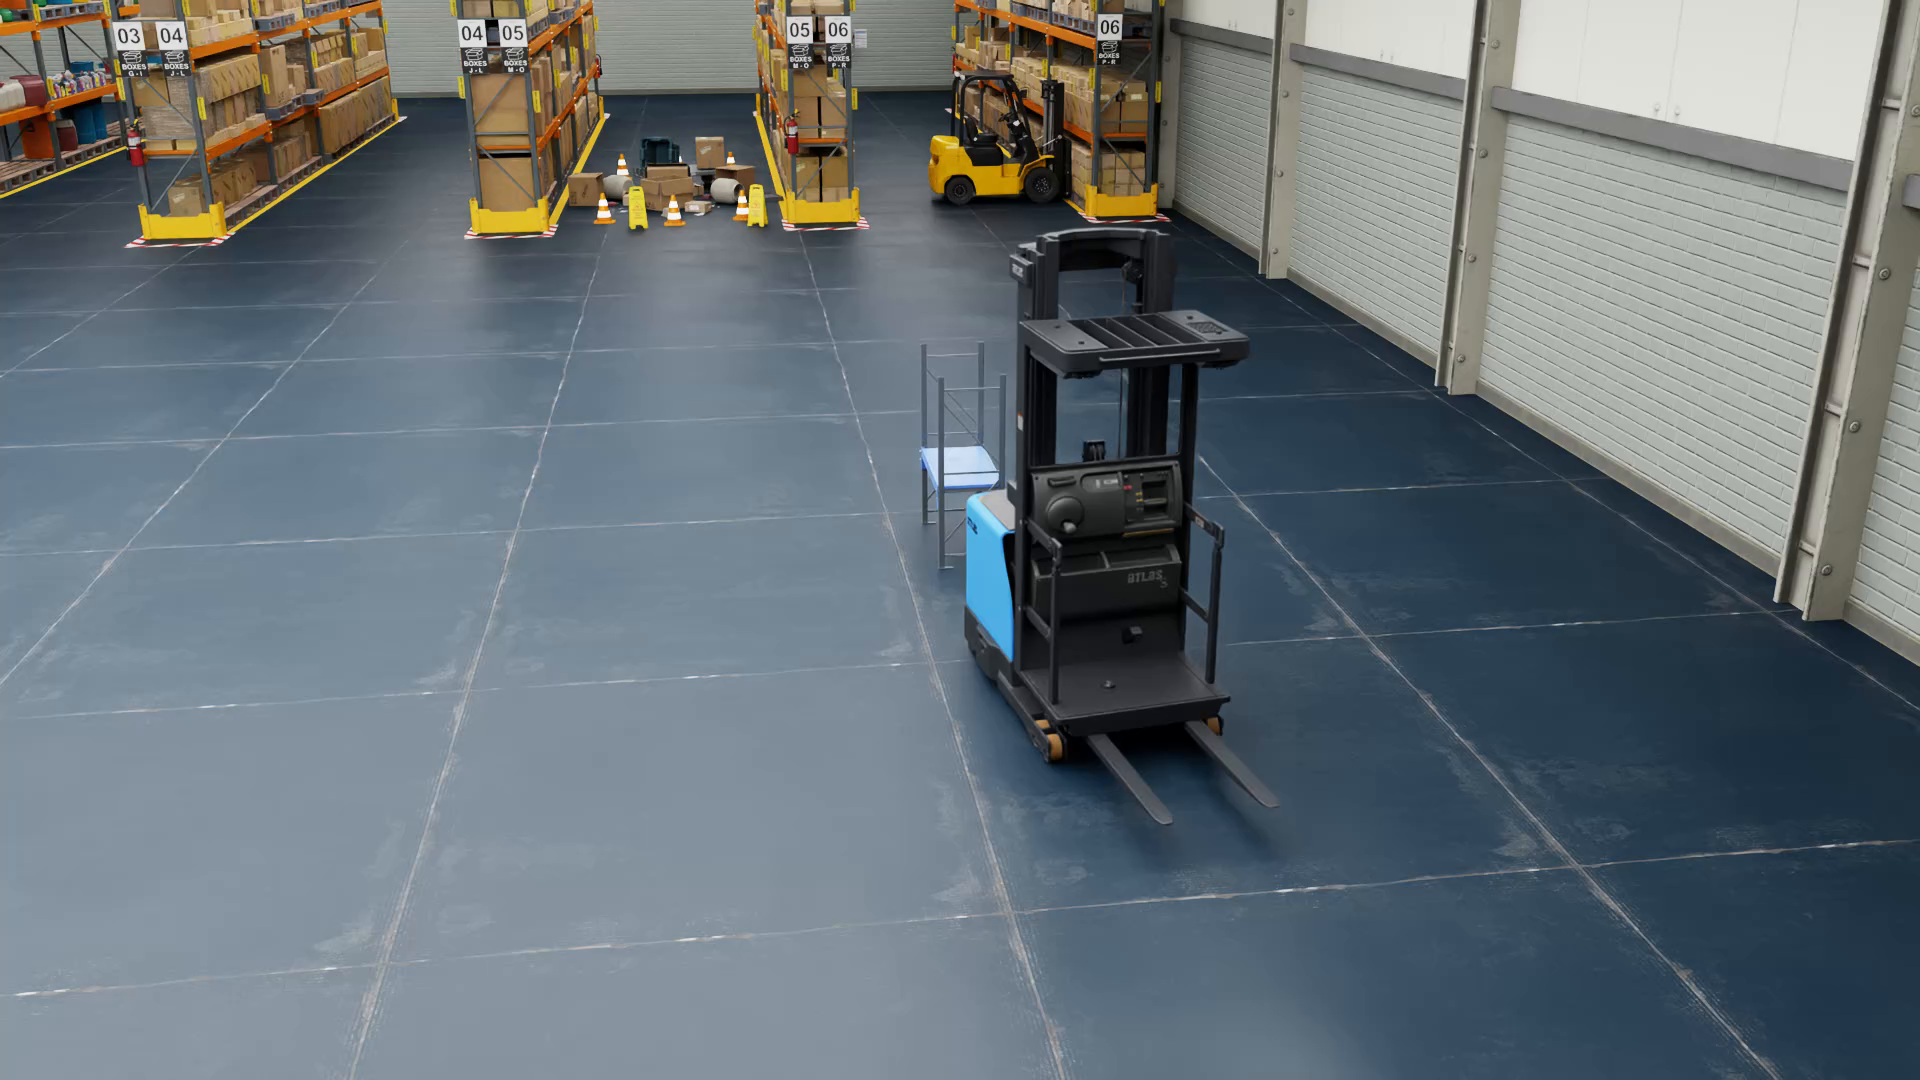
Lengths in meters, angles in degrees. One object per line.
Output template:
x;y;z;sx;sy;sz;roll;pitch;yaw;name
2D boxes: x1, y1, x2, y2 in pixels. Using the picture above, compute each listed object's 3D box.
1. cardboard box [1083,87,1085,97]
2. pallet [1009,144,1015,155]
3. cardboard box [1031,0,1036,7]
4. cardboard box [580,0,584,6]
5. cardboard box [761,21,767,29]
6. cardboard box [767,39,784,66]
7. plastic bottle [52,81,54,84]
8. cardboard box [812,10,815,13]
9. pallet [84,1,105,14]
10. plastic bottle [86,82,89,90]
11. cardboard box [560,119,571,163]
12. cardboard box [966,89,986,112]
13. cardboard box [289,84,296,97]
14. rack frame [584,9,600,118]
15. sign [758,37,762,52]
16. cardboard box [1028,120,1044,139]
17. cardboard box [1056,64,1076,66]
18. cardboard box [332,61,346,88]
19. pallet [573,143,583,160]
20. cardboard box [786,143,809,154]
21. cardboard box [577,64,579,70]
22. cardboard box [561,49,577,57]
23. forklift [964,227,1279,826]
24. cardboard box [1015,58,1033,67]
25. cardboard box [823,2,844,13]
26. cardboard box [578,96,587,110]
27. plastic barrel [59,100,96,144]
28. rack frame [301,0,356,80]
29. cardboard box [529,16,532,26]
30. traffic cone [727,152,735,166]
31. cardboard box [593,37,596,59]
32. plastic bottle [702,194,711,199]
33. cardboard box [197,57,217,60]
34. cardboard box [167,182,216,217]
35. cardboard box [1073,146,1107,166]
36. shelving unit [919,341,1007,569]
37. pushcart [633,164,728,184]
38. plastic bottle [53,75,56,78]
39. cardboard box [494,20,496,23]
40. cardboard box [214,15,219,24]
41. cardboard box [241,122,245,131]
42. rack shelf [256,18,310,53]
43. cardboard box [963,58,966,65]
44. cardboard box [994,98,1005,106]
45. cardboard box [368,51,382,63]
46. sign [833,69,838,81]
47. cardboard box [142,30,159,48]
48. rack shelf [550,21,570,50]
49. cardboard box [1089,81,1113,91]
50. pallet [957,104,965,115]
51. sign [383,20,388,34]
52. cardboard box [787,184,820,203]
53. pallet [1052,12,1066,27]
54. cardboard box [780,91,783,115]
2.290;-7.579;28.152;0.380;0.149;0.250;-3;21;-8;cardboard box
1.612;-8.033;34.422;1.003;0.211;1.213;-3;21;-8;pallet
1.652;-10.353;31.744;0.500;0.311;0.500;-4;21;-10;cardboard box
-8.645;-11.984;36.941;0.500;0.250;0.500;-2;21;-5;cardboard box
-4.315;-11.669;37.674;0.380;0.149;0.250;-3;21;-9;cardboard box
-3.713;-10.056;34.281;0.500;0.500;0.500;-3;21;-9;cardboard box
-18.686;-9.349;34.245;0.097;0.201;0.097;0;20;0;plastic bottle
-2.197;-8.619;27.508;0.500;0.250;0.500;-2;21;-6;cardboard box
-18.454;-11.060;34.525;1.213;0.211;1.003;-3;21;-8;pallet
-18.098;-9.410;34.408;0.097;0.201;0.097;0;20;0;plastic bottle
-8.135;-7.715;32.201;1.050;0.750;0.750;-3;21;-7;cardboard box
0.435;-10.719;40.602;0.500;0.500;0.500;-3;21;-7;cardboard box
-12.678;-8.445;31.132;0.396;0.266;0.258;-4;21;-9;cardboard box
-9.416;-11.860;40.683;1.000;3.000;0.127;-3;21;-8;rack frame
-4.505;-11.174;37.496;0.100;0.325;0.005;-3;21;-8;sign
1.808;-8.035;33.236;0.875;0.625;0.625;-4;21;-10;cardboard box
2.097;-9.255;32.638;0.380;0.149;0.250;-3;21;-7;cardboard box
-13.278;-9.806;35.042;0.500;0.500;0.500;-3;21;-8;cardboard box
-8.374;-8.054;34.480;1.003;0.211;1.213;-3;21;-8;pallet
-2.719;-6.557;27.815;0.380;0.149;0.250;-2;21;-6;cardboard box
-8.548;-10.337;36.363;0.380;0.149;0.250;-3;21;-7;cardboard box
-8.549;-10.611;36.247;0.380;0.149;0.250;-4;21;-9;cardboard box
0.939;-0.228;9.637;1.130;2.935;3.031;-6;21;-16;forklift
1.326;-9.760;33.989;0.380;0.149;0.250;-2;21;-7;cardboard box
-2.065;-8.666;27.064;0.380;0.149;0.250;-3;21;-8;cardboard box
-8.482;-9.607;36.551;0.500;0.250;0.500;-3;21;-9;cardboard box
-18.500;-8.789;34.861;0.600;0.901;0.708;-3;21;-8;plastic barrel
-13.762;-10.260;36.399;1.000;3.000;0.127;-3;21;-8;rack frame
-6.880;-8.074;25.876;0.380;0.149;0.250;-3;21;-7;cardboard box
-4.367;-7.160;31.725;0.336;0.463;0.334;-3;21;-8;traffic cone
-9.097;-11.904;40.232;0.500;0.500;0.500;-2;21;-7;cardboard box
-4.473;-6.072;29.386;0.133;0.061;0.283;1;20;2;plastic bottle
-12.722;-7.803;27.824;0.500;0.500;0.500;-3;21;-8;cardboard box
-12.106;-5.348;26.220;0.500;0.500;0.500;1;20;2;cardboard box
2.231;-6.554;28.377;0.500;0.250;0.500;-3;21;-7;cardboard box
0.012;-0.673;12.875;0.538;1.500;1.048;-3;21;-8;shelving unit
-5.052;-6.629;30.426;1.648;0.377;0.936;-11;23;-26;pushcart
-18.932;-9.602;34.822;0.097;0.271;0.097;0;20;0;plastic bottle
-7.676;-8.389;26.719;0.380;0.149;0.250;-3;21;-7;cardboard box
-12.130;-8.360;26.669;0.380;0.149;0.250;-4;21;-10;cardboard box
-12.156;-6.877;27.702;0.380;0.149;0.250;-3;21;-8;cardboard box
-12.898;-9.251;30.438;1.077;0.370;4.000;-3;21;-8;rack shelf
0.291;-11.702;40.620;0.380;0.149;0.250;-4;21;-9;cardboard box
0.961;-9.840;37.321;0.380;0.149;0.250;-3;21;-8;cardboard box
-13.934;-11.384;39.198;0.500;0.250;0.500;-3;21;-9;cardboard box
-2.267;-8.425;30.250;0.100;0.325;0.005;-3;21;-8;sign
-12.354;-7.594;25.189;0.500;0.250;0.500;-2;21;-6;cardboard box
-7.975;-9.466;31.014;1.077;0.370;4.000;-3;21;-8;rack shelf
2.359;-7.544;27.632;0.380;0.149;0.250;-3;21;-8;cardboard box
0.506;-10.788;41.798;1.003;0.211;1.213;-3;21;-8;pallet
-13.800;-12.321;39.923;0.100;0.325;0.005;-3;21;-8;sign
-2.612;-5.788;27.756;0.500;0.250;0.500;-3;21;-8;cardboard box
2.257;-9.311;29.698;1.003;0.211;1.213;-3;21;-8;pallet
-2.860;-7.662;28.877;0.500;0.500;0.500;-3;21;-8;cardboard box
